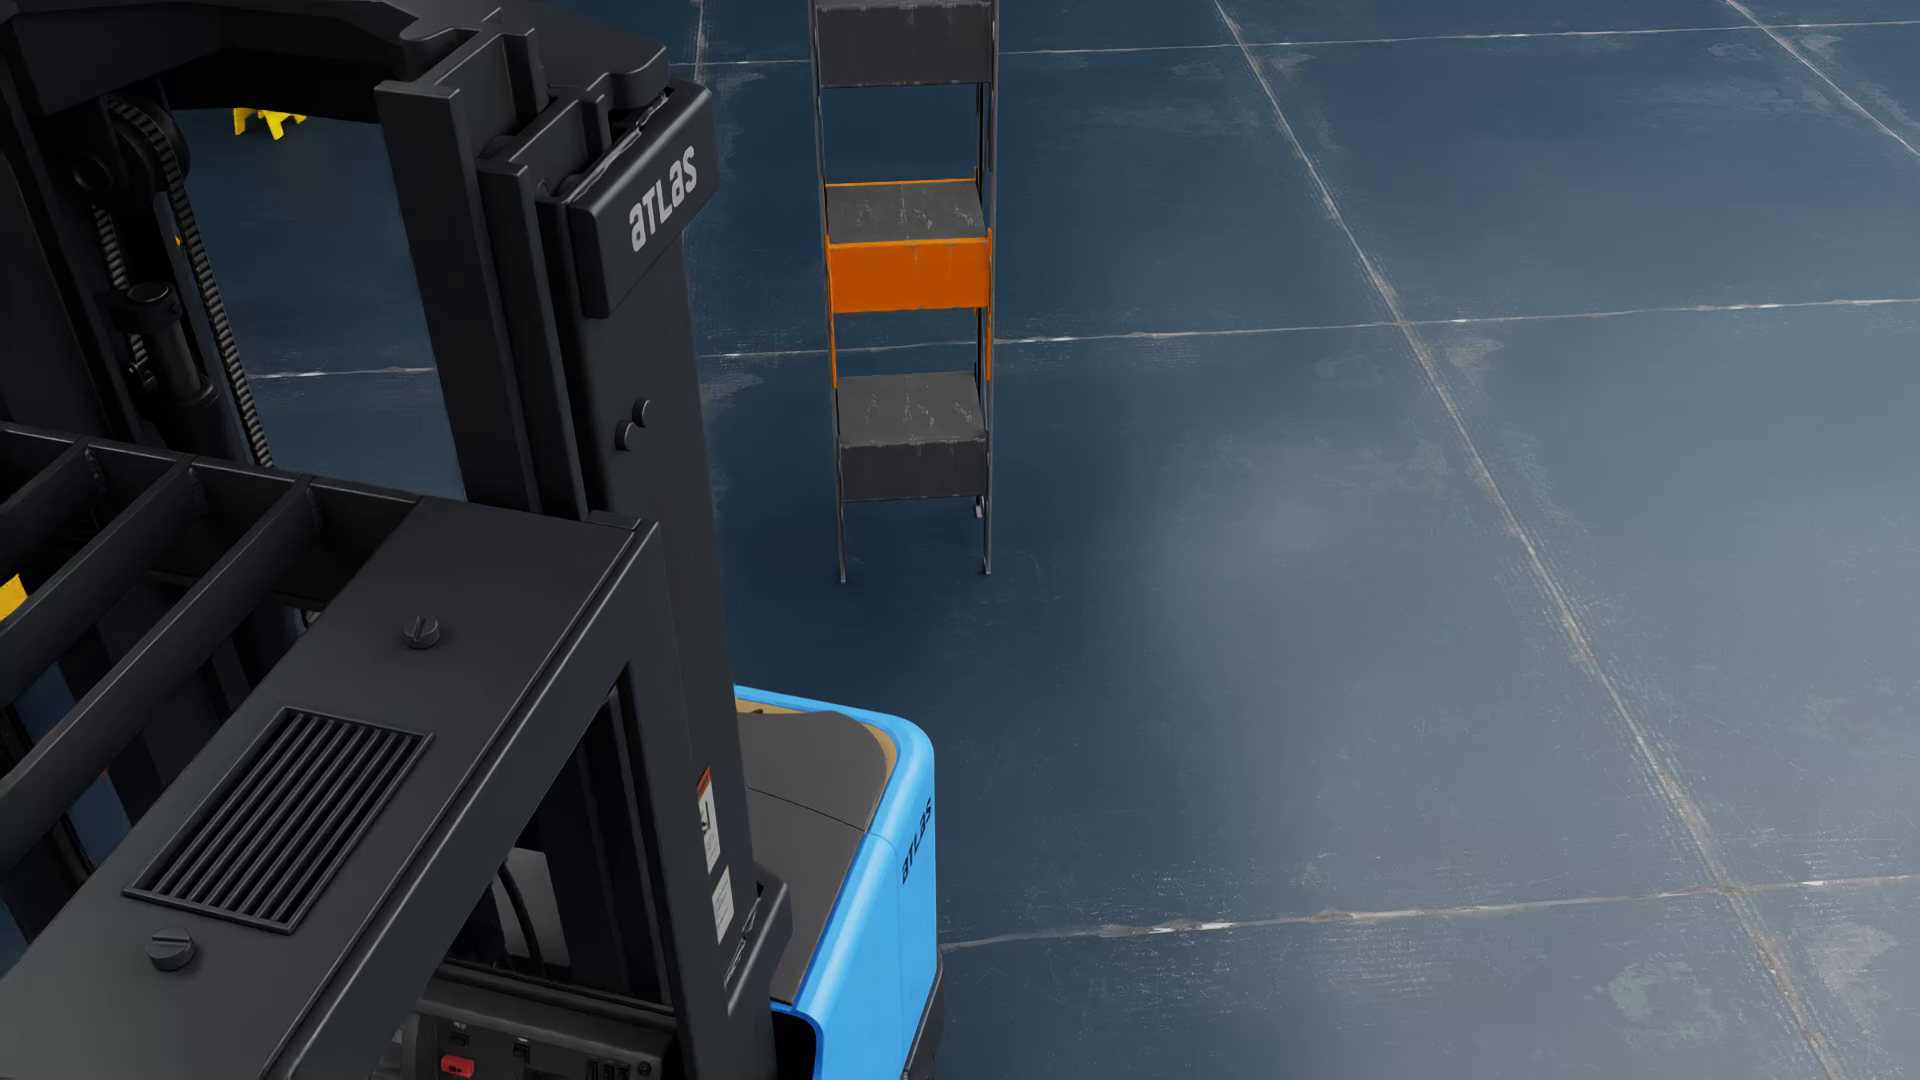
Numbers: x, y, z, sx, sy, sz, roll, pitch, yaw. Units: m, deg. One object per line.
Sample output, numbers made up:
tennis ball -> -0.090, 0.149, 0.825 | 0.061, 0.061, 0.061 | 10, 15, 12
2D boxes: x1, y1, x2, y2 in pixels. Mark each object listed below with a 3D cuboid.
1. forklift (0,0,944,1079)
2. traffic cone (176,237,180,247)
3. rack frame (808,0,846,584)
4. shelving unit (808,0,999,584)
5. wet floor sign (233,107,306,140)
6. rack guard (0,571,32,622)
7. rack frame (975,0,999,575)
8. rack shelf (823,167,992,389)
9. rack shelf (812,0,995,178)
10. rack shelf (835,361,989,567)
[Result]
forklift -> -0.920, 0.880, 2.268 | 1.130, 2.935, 3.031 | 10, 39, 12
traffic cone -> -3.637, -1.430, 7.189 | 0.334, 0.463, 0.336 | -3, 38, -4
rack frame -> -0.408, -0.802, 5.071 | 0.015, 2.100, 0.400 | -3, 38, -4
shelving unit -> -0.165, -0.815, 5.088 | 0.503, 2.100, 0.431 | -3, 38, -4
wet floor sign -> -3.476, -2.338, 8.192 | 0.232, 0.644, 0.267 | 9, 39, 12
rack guard -> -3.197, 0.117, 5.198 | 0.348, 0.500, 1.175 | -3, 38, -4
rack frame -> 0.078, -0.829, 5.105 | 0.015, 2.100, 0.400 | -3, 38, -4
rack shelf -> -0.165, -0.805, 5.097 | 0.480, 0.518, 0.431 | -3, 38, -4
rack shelf -> -0.165, -1.354, 4.663 | 0.480, 0.518, 0.431 | -3, 38, -4
rack shelf -> -0.165, -0.255, 5.530 | 0.480, 0.518, 0.431 | -3, 38, -4
